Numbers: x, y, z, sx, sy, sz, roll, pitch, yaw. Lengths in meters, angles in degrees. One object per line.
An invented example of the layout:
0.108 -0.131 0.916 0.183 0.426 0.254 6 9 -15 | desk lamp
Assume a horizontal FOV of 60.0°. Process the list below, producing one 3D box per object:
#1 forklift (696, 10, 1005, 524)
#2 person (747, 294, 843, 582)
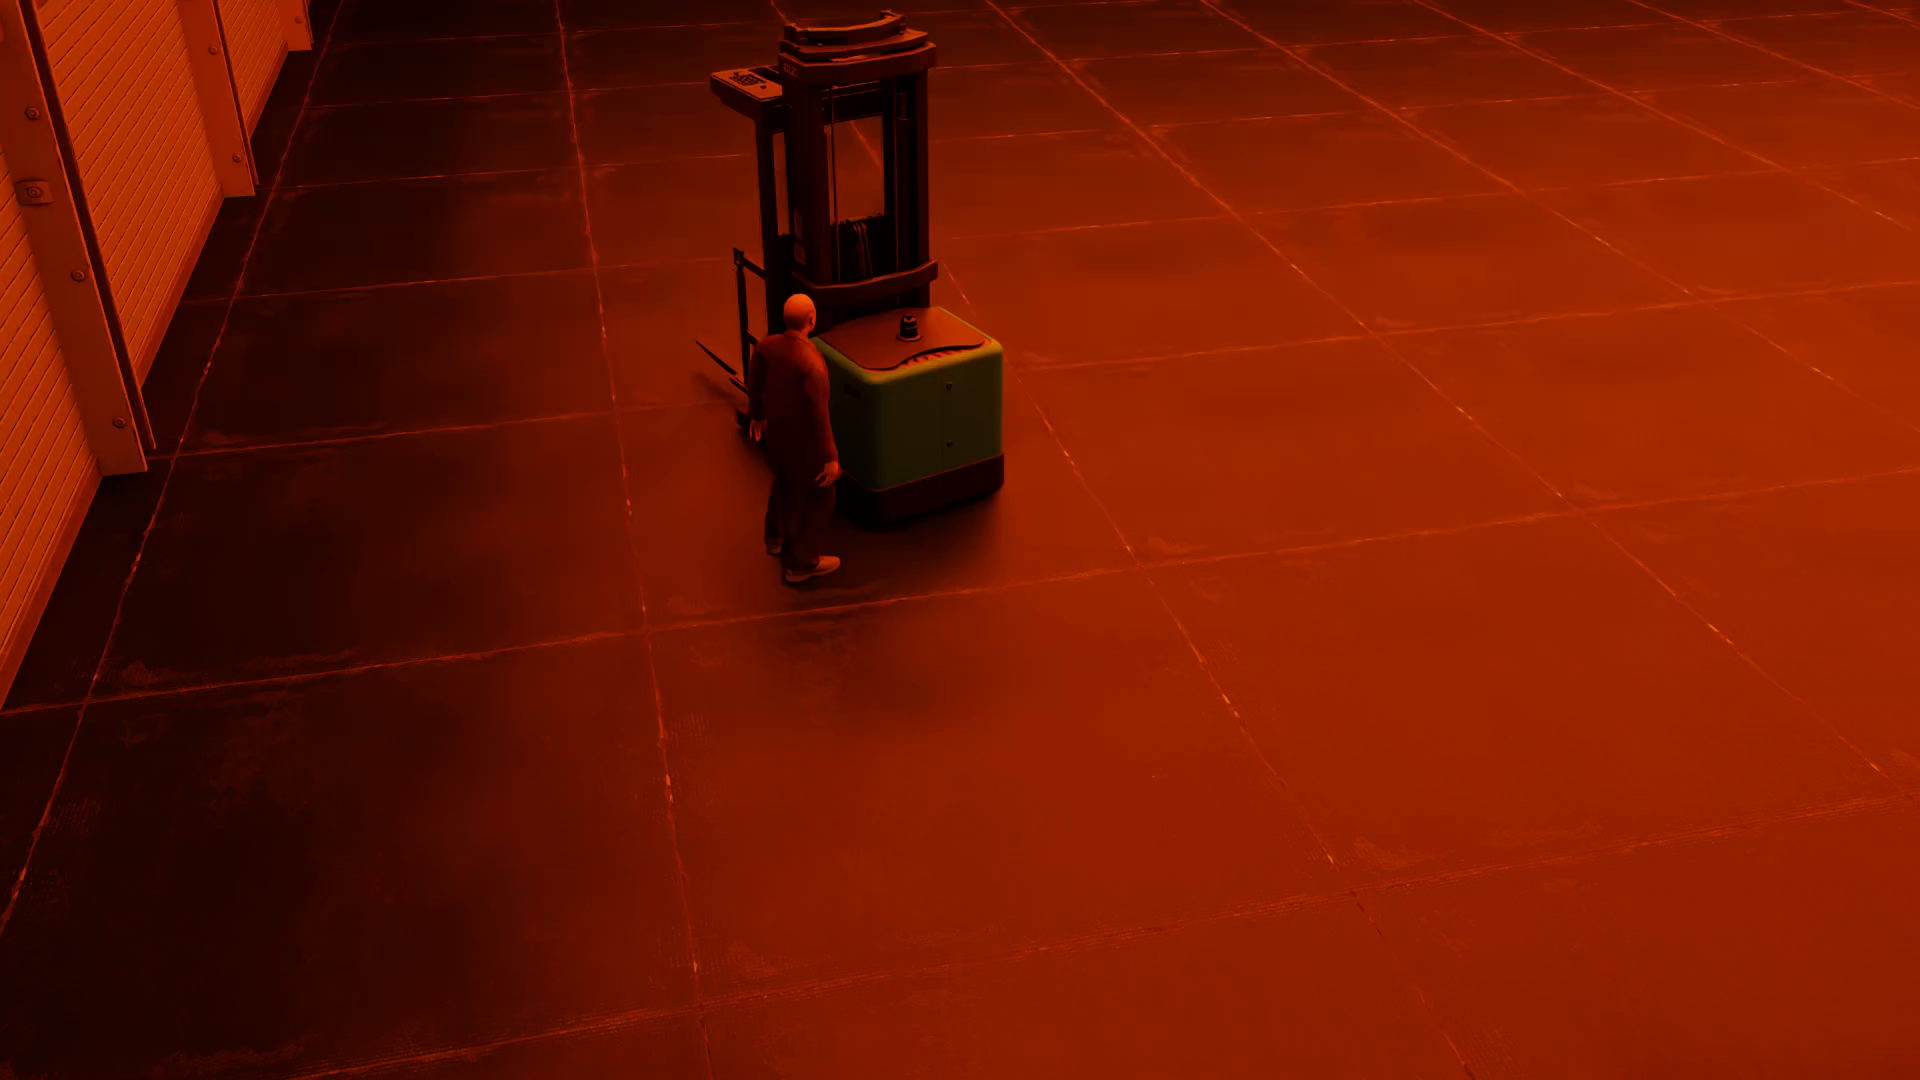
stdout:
-0.925 -2.067 11.146 1.130 2.935 3.031 -18 34 -28 | forklift
-0.967 -0.611 9.820 0.413 1.750 0.899 -26 39 -37 | person
